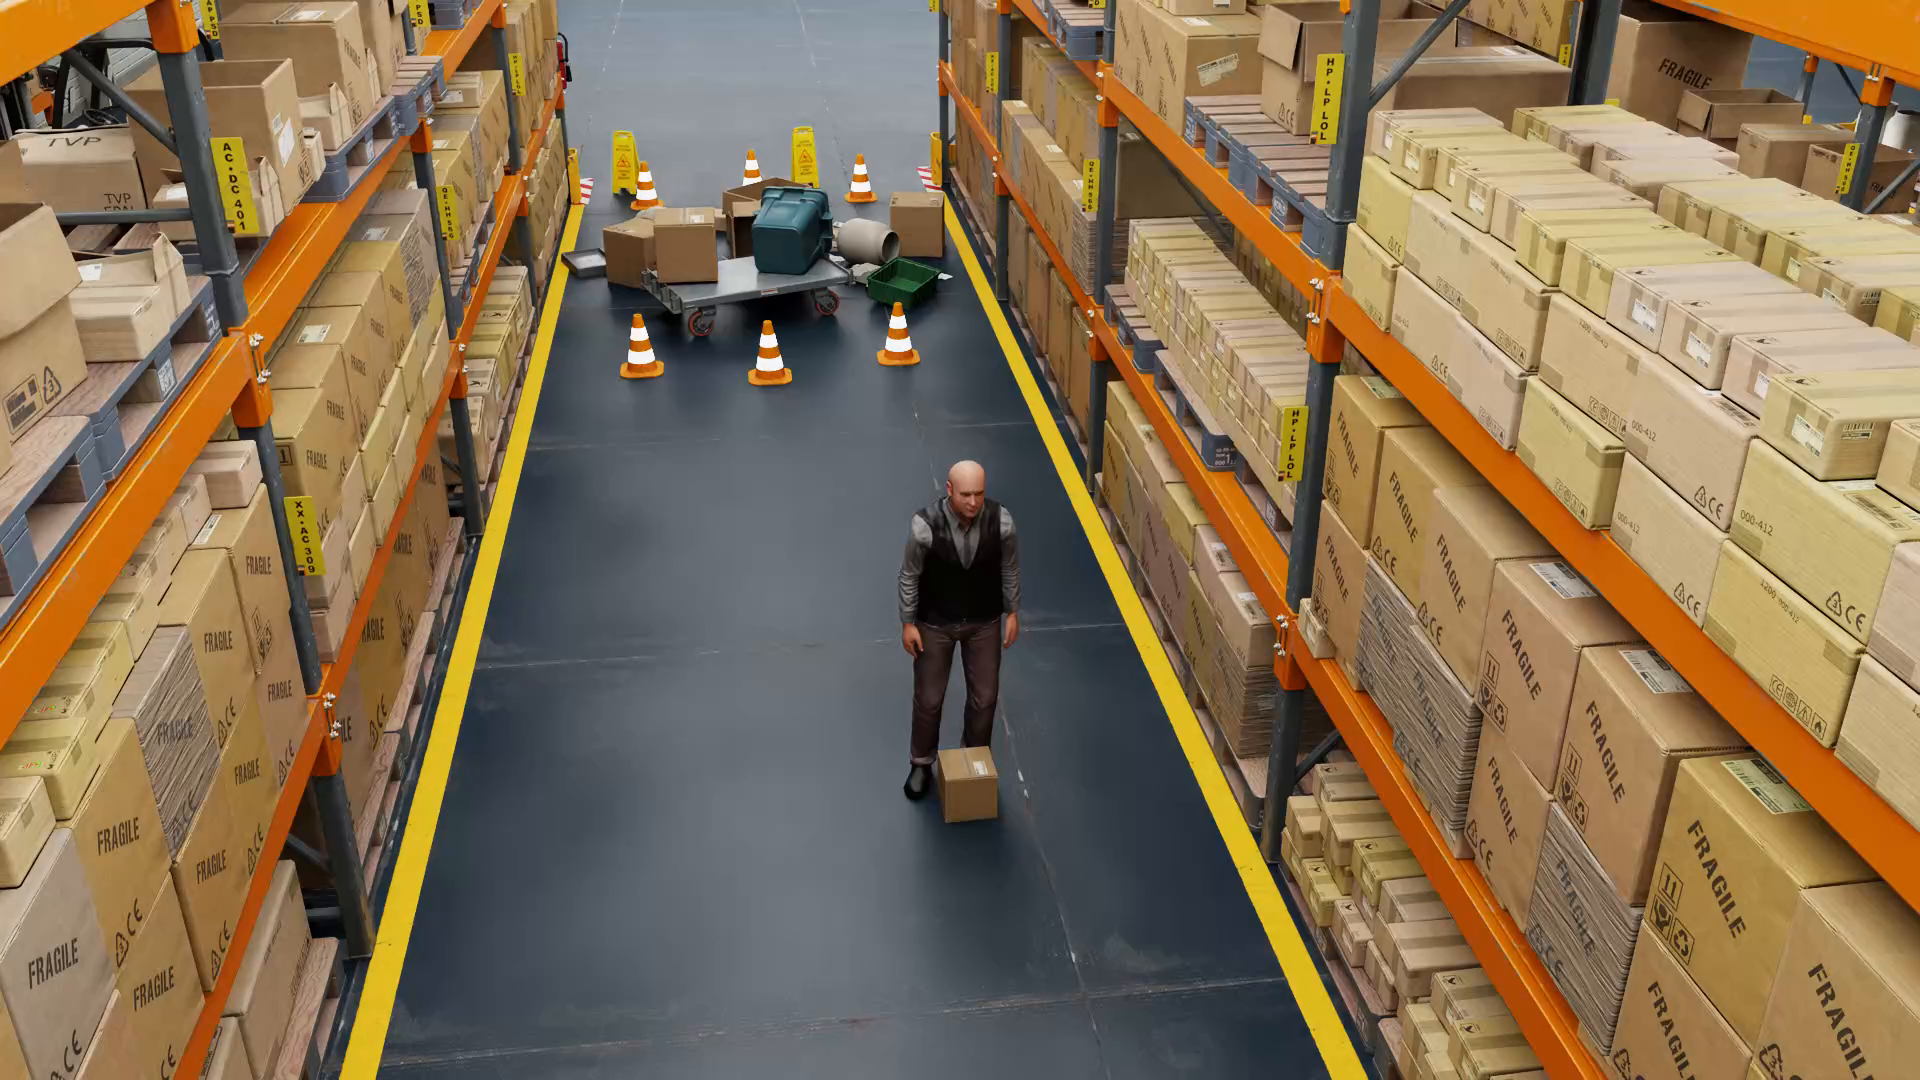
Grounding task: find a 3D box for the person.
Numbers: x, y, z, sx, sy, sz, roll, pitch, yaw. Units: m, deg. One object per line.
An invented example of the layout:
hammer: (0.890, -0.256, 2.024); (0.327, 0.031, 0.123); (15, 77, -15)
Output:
person: (0.001, 0.400, 7.858); (0.593, 1.721, 0.473); (-5, 27, -10)
